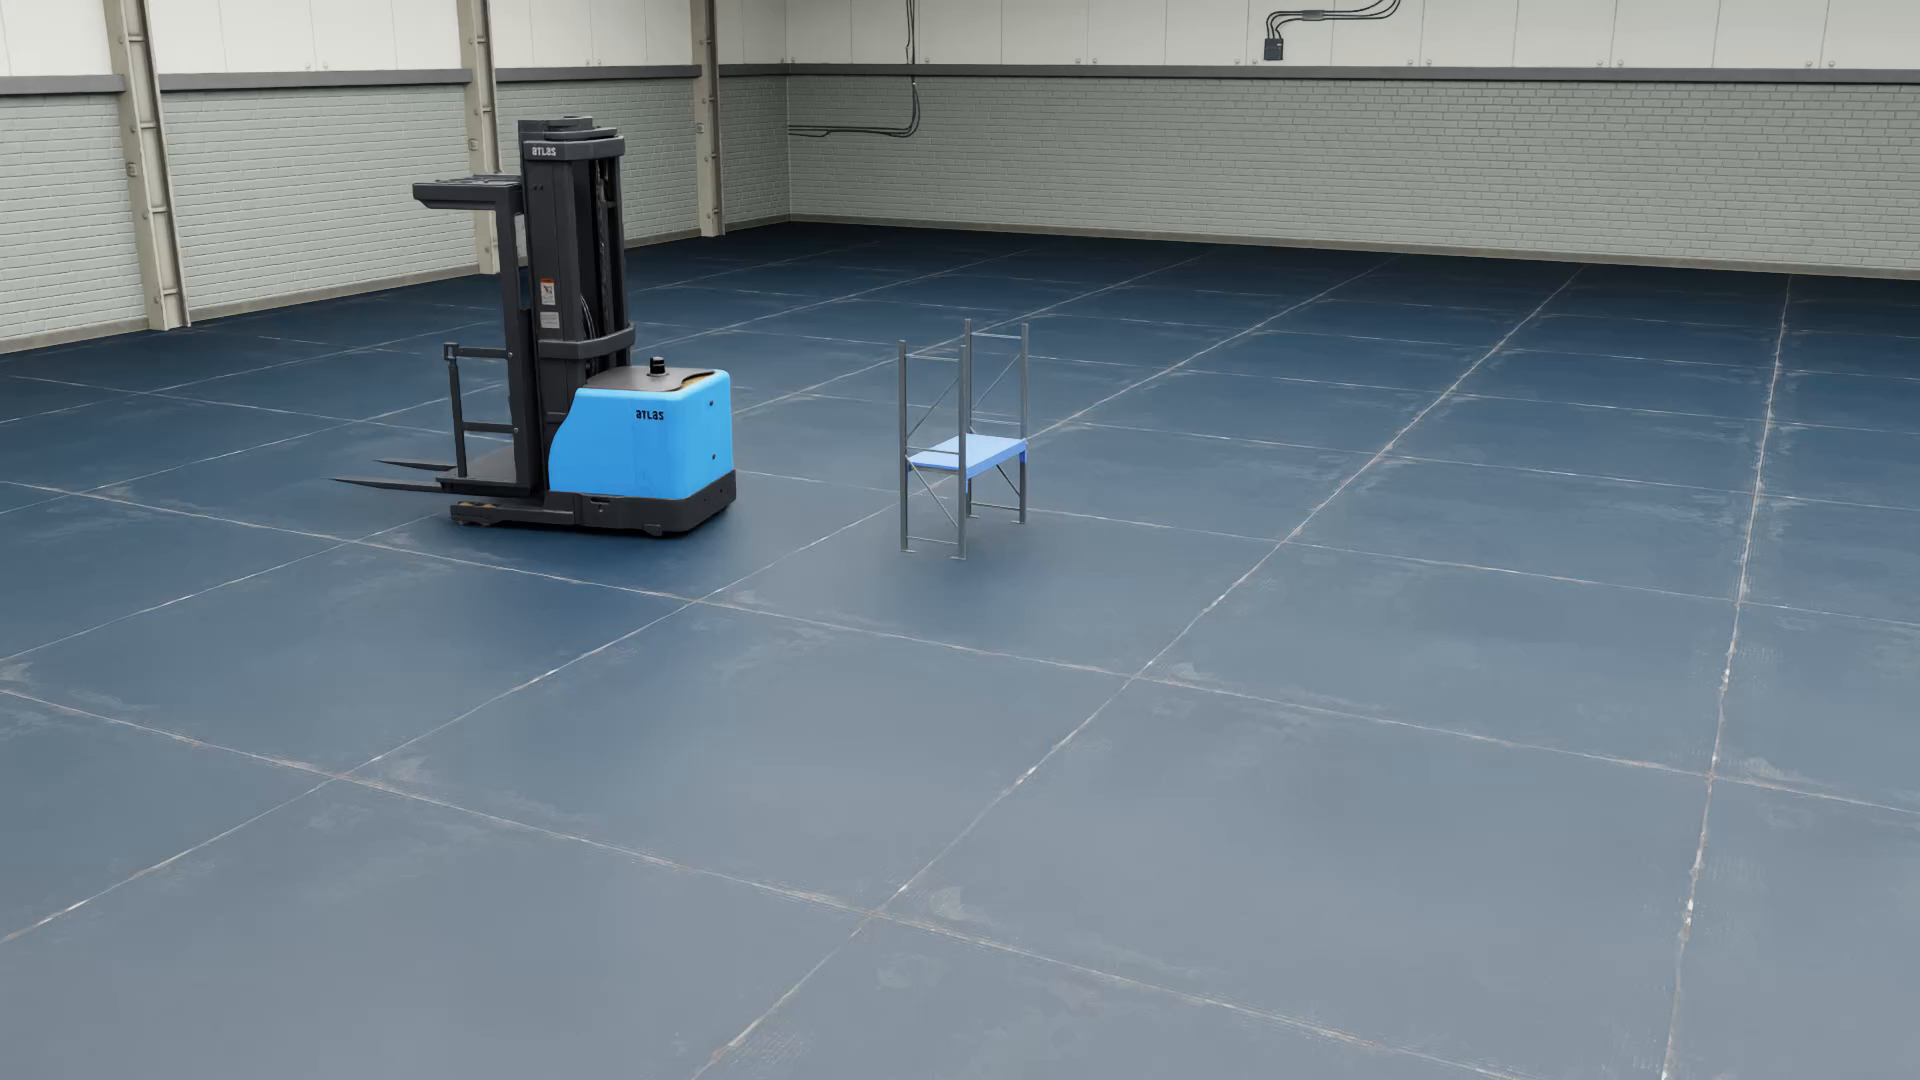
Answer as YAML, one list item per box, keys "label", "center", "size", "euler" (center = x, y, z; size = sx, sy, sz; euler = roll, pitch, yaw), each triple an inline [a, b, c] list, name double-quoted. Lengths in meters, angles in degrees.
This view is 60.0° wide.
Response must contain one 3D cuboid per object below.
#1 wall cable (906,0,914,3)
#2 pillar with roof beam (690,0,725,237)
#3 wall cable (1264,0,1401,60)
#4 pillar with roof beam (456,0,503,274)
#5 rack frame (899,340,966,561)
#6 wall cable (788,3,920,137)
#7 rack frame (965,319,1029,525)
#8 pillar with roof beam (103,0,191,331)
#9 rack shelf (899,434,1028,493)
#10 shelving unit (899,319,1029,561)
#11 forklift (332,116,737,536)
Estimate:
- label: "wall cable"
  center: [0.248, -11.241, 30.648]
  size: [3.097, 2.526, 0.112]
  euler: [8, 18, 25]
- label: "pillar with roof beam"
  center: [-0.820, -9.522, 28.280]
  size: [9.100, 9.000, 0.400]
  euler: [8, 18, 25]
- label: "wall cable"
  center: [6.314, -11.071, 27.520]
  size: [2.305, 6.003, 0.169]
  euler: [8, 18, 25]
- label: "pillar with roof beam"
  center: [-3.501, -7.994, 23.134]
  size: [9.100, 9.000, 0.400]
  euler: [8, 18, 25]
- label: "rack frame"
  center: [-0.189, -0.611, 11.448]
  size: [0.500, 1.500, 0.032]
  euler: [8, 18, 25]
- label: "wall cable"
  center: [-2.172, -9.164, 32.526]
  size: [3.097, 2.526, 0.112]
  euler: [8, 18, 25]
- label: "rack frame"
  center: [0.265, -0.870, 12.320]
  size: [0.500, 1.500, 0.032]
  euler: [8, 18, 25]
- label: "pillar with roof beam"
  center: [-6.182, -6.466, 17.989]
  size: [9.100, 9.000, 0.400]
  euler: [8, 18, 25]
- label: "rack shelf"
  center: [0.038, -0.568, 11.935]
  size: [0.538, 0.185, 1.000]
  euler: [8, 18, 25]
- label: "shelving unit"
  center: [0.038, -0.741, 11.884]
  size: [0.538, 1.500, 1.048]
  euler: [8, 18, 25]
- label: "forklift"
  center: [-3.301, -1.643, 12.408]
  size: [3.031, 2.935, 1.130]
  euler: [4, 17, 14]
